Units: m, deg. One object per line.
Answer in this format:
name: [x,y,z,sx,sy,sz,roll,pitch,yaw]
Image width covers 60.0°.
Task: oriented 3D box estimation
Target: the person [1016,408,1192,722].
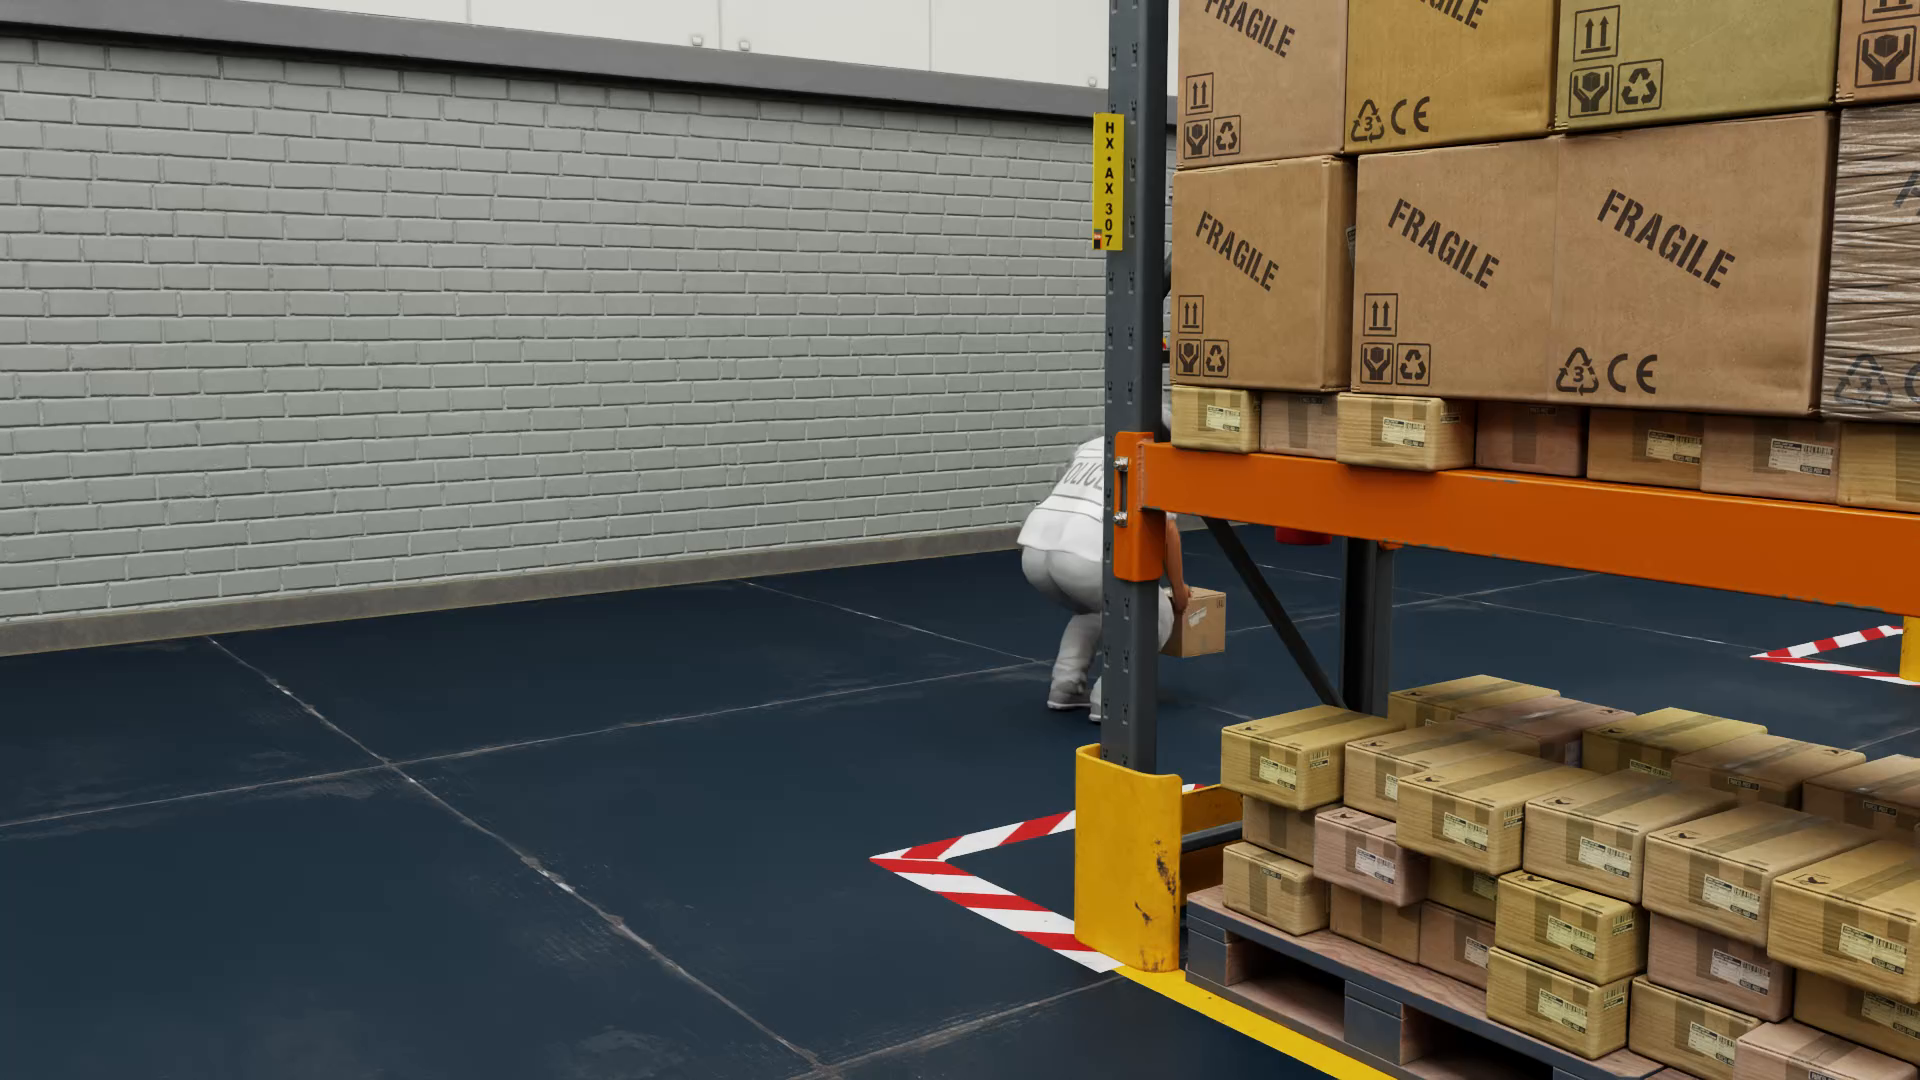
person: [0.596,0.086,6.760,0.794,1.239,0.541,-6,10,-36]
